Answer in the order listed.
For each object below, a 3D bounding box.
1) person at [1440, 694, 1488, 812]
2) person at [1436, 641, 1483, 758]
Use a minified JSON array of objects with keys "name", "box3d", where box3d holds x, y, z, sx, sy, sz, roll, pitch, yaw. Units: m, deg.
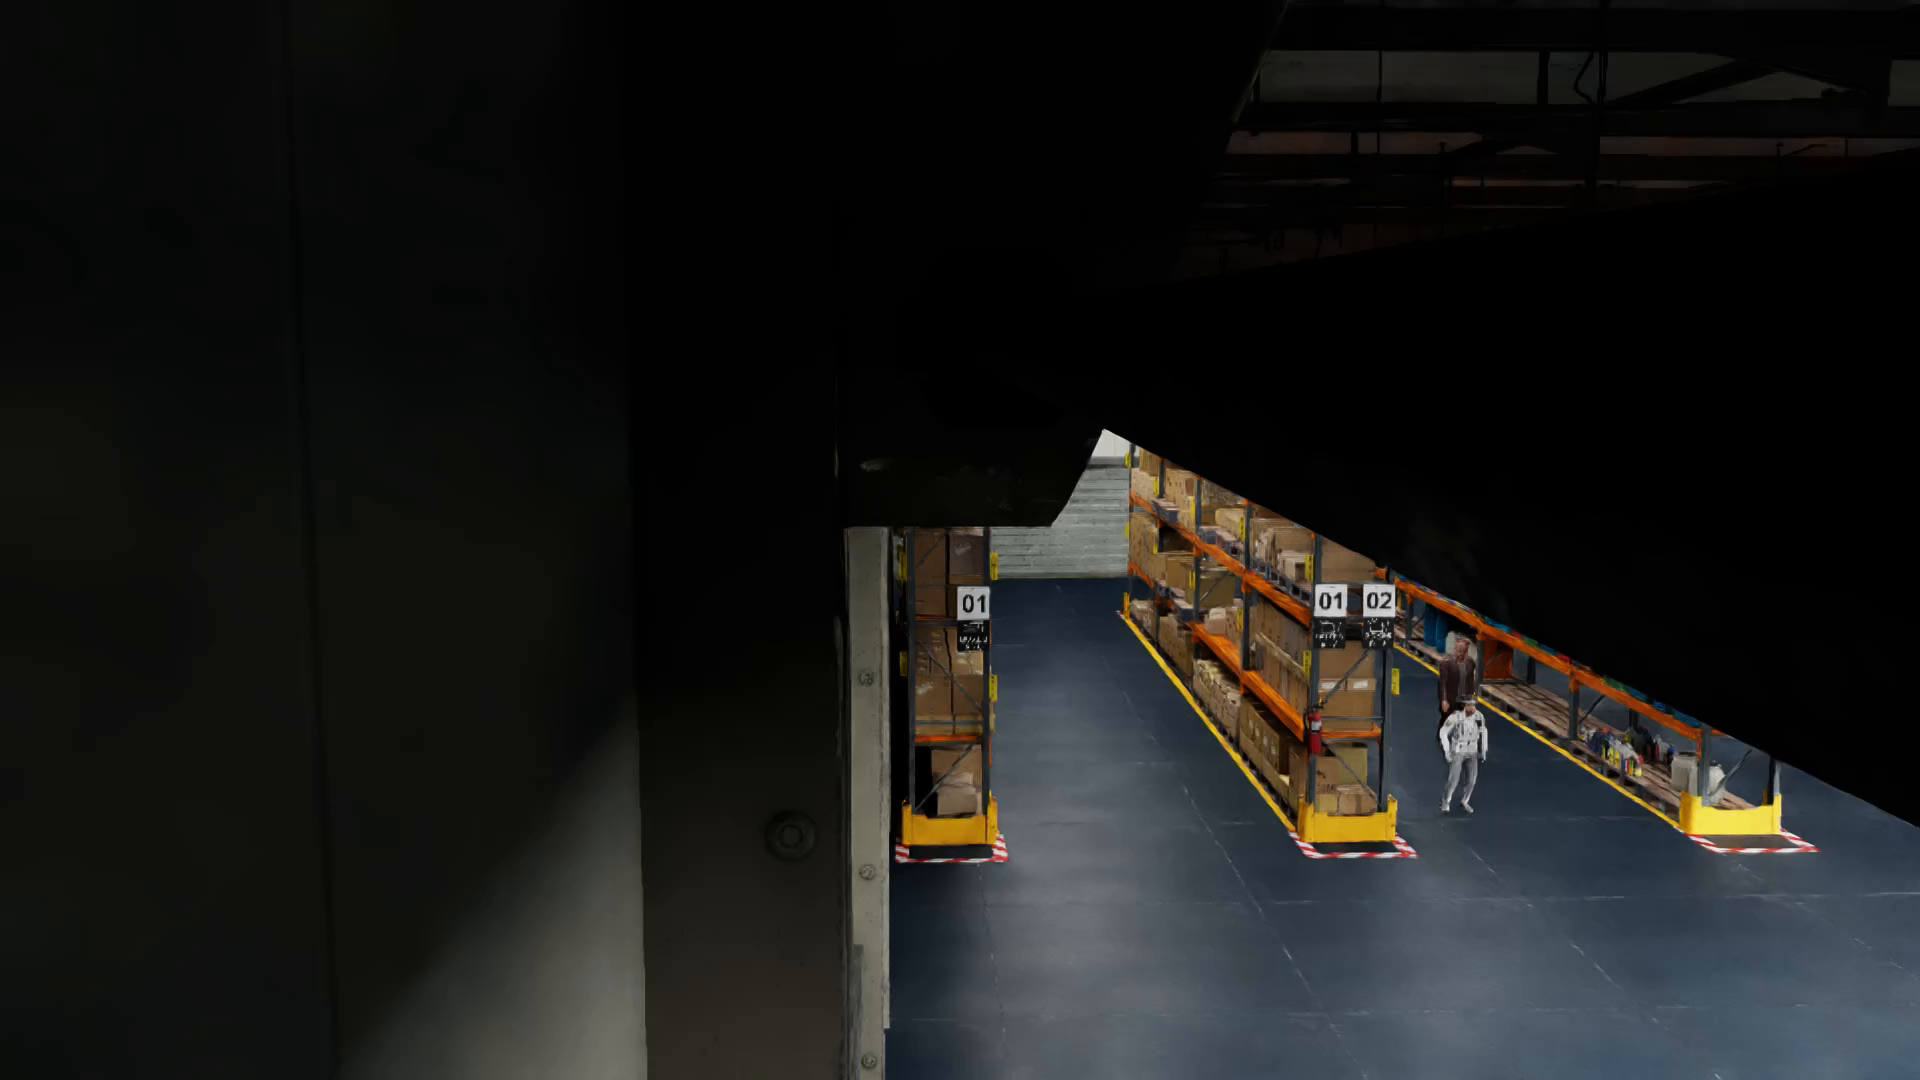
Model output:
[{"name":"person","box3d":[6.565,2.762,21.680,0.639,1.632,0.512,-1,7,-4]},{"name":"person","box3d":[7.362,2.324,24.582,0.601,1.696,1.184,0,7,-4]}]
